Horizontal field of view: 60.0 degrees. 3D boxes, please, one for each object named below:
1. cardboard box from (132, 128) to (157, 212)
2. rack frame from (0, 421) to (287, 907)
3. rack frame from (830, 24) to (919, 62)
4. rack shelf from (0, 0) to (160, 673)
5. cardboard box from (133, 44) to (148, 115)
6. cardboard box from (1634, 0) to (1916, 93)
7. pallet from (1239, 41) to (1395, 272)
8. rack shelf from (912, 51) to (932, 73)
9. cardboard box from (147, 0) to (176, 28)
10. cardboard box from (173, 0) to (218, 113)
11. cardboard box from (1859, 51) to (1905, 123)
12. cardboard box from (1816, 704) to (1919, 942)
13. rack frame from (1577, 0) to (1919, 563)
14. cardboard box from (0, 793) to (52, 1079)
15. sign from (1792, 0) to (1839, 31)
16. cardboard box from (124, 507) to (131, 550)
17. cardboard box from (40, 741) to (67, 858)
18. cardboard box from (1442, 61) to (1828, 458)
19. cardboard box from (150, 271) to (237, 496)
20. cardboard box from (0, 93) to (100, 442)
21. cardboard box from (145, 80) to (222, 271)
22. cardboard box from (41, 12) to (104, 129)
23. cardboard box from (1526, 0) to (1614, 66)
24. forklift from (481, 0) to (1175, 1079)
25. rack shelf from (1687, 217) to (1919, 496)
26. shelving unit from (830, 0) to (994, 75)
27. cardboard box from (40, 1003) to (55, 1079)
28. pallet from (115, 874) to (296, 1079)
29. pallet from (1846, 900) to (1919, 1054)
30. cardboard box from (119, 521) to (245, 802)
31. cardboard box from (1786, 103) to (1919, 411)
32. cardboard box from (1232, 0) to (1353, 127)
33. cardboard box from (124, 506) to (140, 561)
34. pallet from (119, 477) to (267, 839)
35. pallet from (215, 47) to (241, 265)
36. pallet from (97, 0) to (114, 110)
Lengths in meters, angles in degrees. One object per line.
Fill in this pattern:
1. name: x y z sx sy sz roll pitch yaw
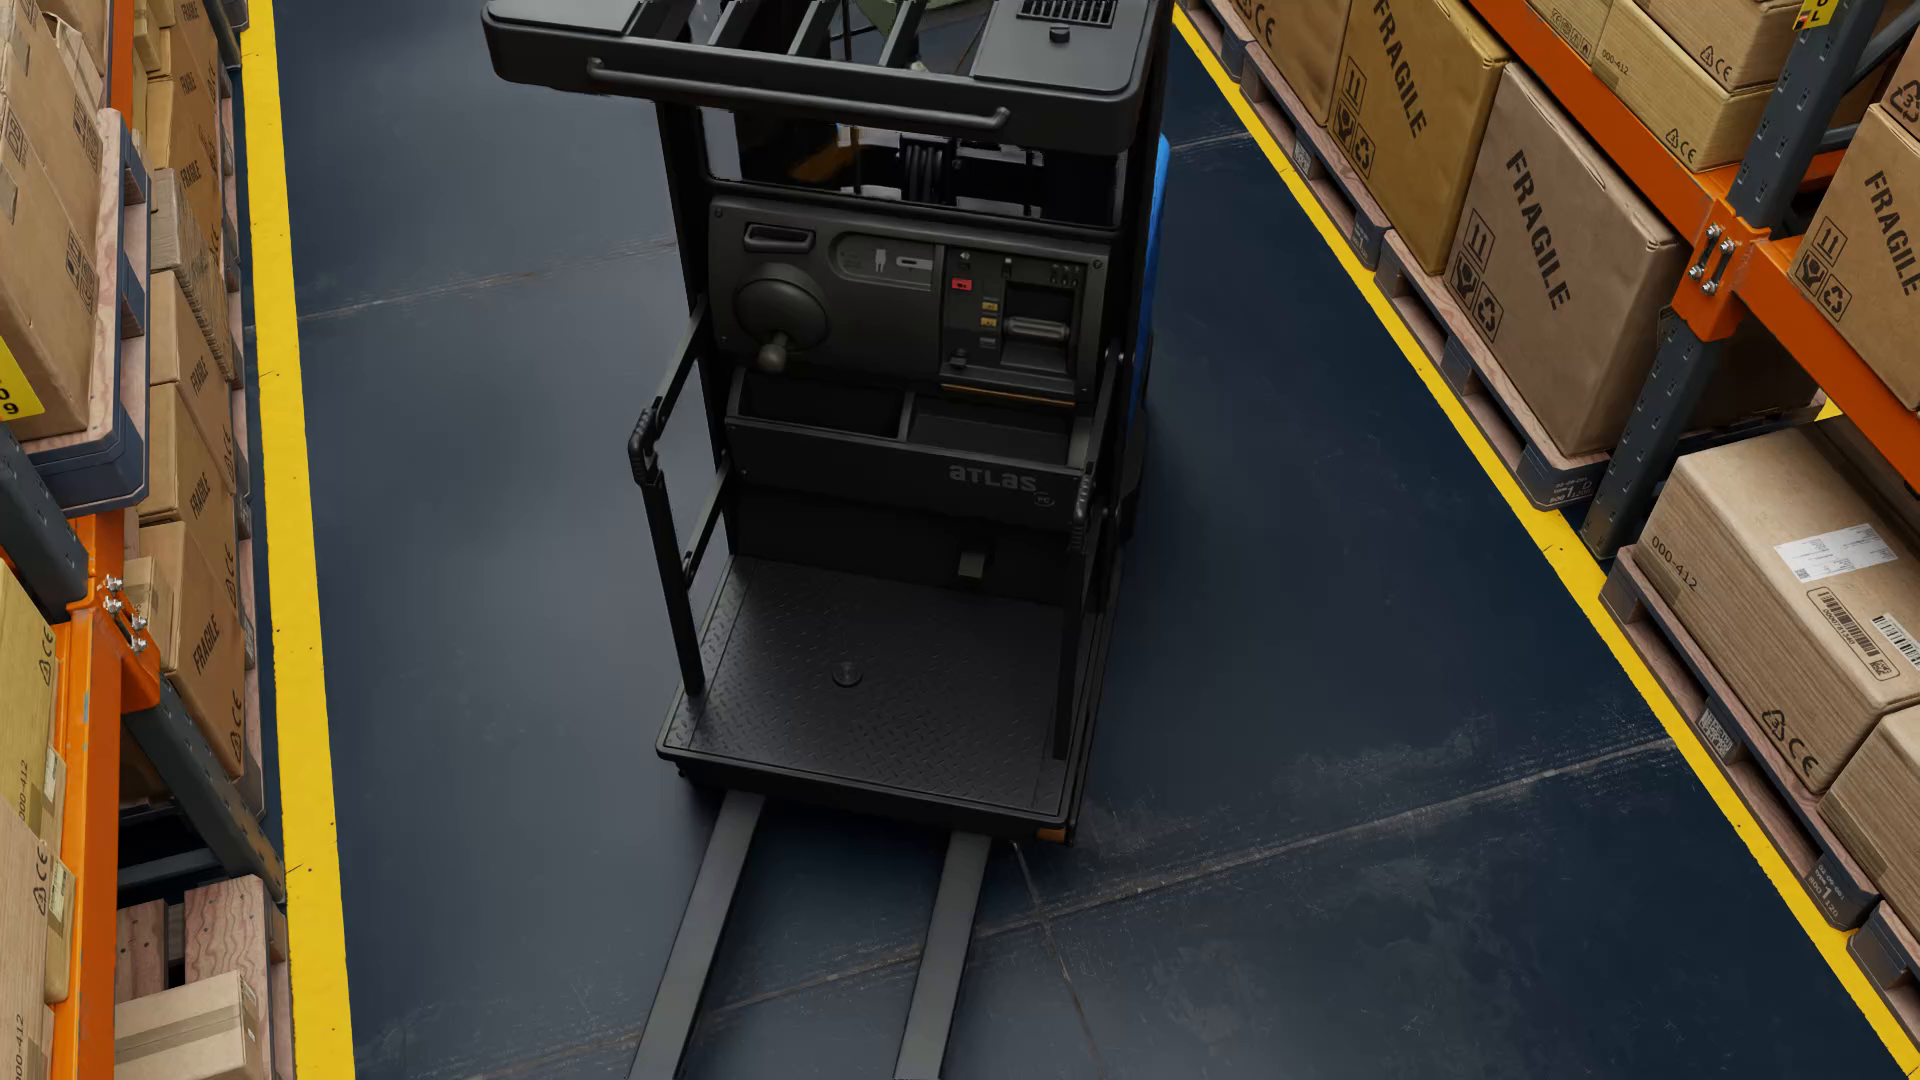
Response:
1. cardboard box: -2.720 -1.110 5.160 0.380 0.149 0.250 -16 52 -13
2. rack frame: -2.290 0.072 3.228 1.000 3.000 0.127 -13 51 -11
3. rack frame: -0.328 -1.767 5.758 0.400 1.500 0.023 -21 53 -17
4. rack shelf: -2.882 -1.157 4.734 1.077 0.370 4.000 -13 51 -11
5. cardboard box: -2.904 -1.487 5.478 0.380 0.149 0.250 -12 51 -10
6. cardboard box: 2.088 -1.433 4.268 0.500 0.250 0.500 -13 51 -11
7. pallet: 1.786 -1.594 6.456 1.003 0.211 1.213 -13 51 -11
8. rack shelf: -0.164 -1.307 5.797 0.431 0.370 0.720 -21 53 -17
9. cardboard box: -2.975 -1.893 5.820 0.380 0.149 0.250 -16 52 -13
10. cardboard box: -3.143 -1.919 6.266 0.500 0.500 0.500 -12 51 -10
11. cardboard box: 2.572 -1.386 4.555 0.500 0.250 0.500 -14 51 -12
12. cardboard box: 2.799 0.774 4.037 0.875 0.438 0.875 -15 51 -12
13. rack frame: 2.450 -1.053 4.176 1.000 3.000 0.127 -13 51 -11
14. cardboard box: -1.744 0.703 2.599 0.500 0.250 0.500 -13 51 -11
15. sign: 1.935 -1.271 3.654 0.100 0.325 0.005 -13 51 -11
16. cardboard box: -2.265 -0.064 4.084 0.380 0.149 0.250 -16 52 -13
17. cardboard box: -1.857 0.514 3.019 0.380 0.149 0.250 -12 51 -10
18. cardboard box: 2.191 -0.939 5.194 0.875 0.875 0.875 -12 51 -10
19. cardboard box: -2.529 -0.414 4.998 0.500 0.500 0.500 -15 51 -12
20. cardboard box: -2.220 -0.500 3.369 0.700 0.500 0.500 -12 51 -10
21. cardboard box: -2.847 -1.170 5.635 0.500 0.500 0.500 -11 51 -9
22. cardboard box: -2.335 -1.122 4.047 0.396 0.266 0.258 -11 51 -9
23. cardboard box: 1.927 -1.648 4.775 0.500 0.250 0.500 -14 51 -11
24. forklift: -0.170 -0.440 3.704 1.130 2.935 3.031 9 50 7
25. rack shelf: 3.042 0.639 3.220 1.077 0.370 4.000 -13 51 -11
26. shelving unit: -0.164 -1.517 5.548 0.431 1.500 0.755 -21 53 -17
27. cardboard box: -1.705 0.896 2.697 0.380 0.149 0.250 -12 51 -10
28. pallet: -2.088 1.472 3.871 1.003 0.211 1.213 -13 51 -11
29. pallet: 2.965 1.311 4.007 1.003 0.211 1.213 -13 51 -11
30. cardboard box: -2.218 0.338 4.364 0.500 0.500 0.500 -11 51 -9
31. cardboard box: 2.339 -0.684 3.799 0.500 0.500 0.500 -12 51 -10
32. cardboard box: 1.652 -2.250 6.300 0.875 0.875 0.875 -13 51 -11
33. cardboard box: -2.298 0.026 4.202 0.380 0.149 0.250 -15 51 -12
34. pallet: -2.567 0.385 4.788 1.003 0.211 1.213 -13 51 -11
35. pallet: -3.289 -1.397 6.290 1.003 0.211 1.213 -13 51 -11
36. pallet: -2.894 -1.369 4.568 1.003 0.211 1.213 -13 51 -11
